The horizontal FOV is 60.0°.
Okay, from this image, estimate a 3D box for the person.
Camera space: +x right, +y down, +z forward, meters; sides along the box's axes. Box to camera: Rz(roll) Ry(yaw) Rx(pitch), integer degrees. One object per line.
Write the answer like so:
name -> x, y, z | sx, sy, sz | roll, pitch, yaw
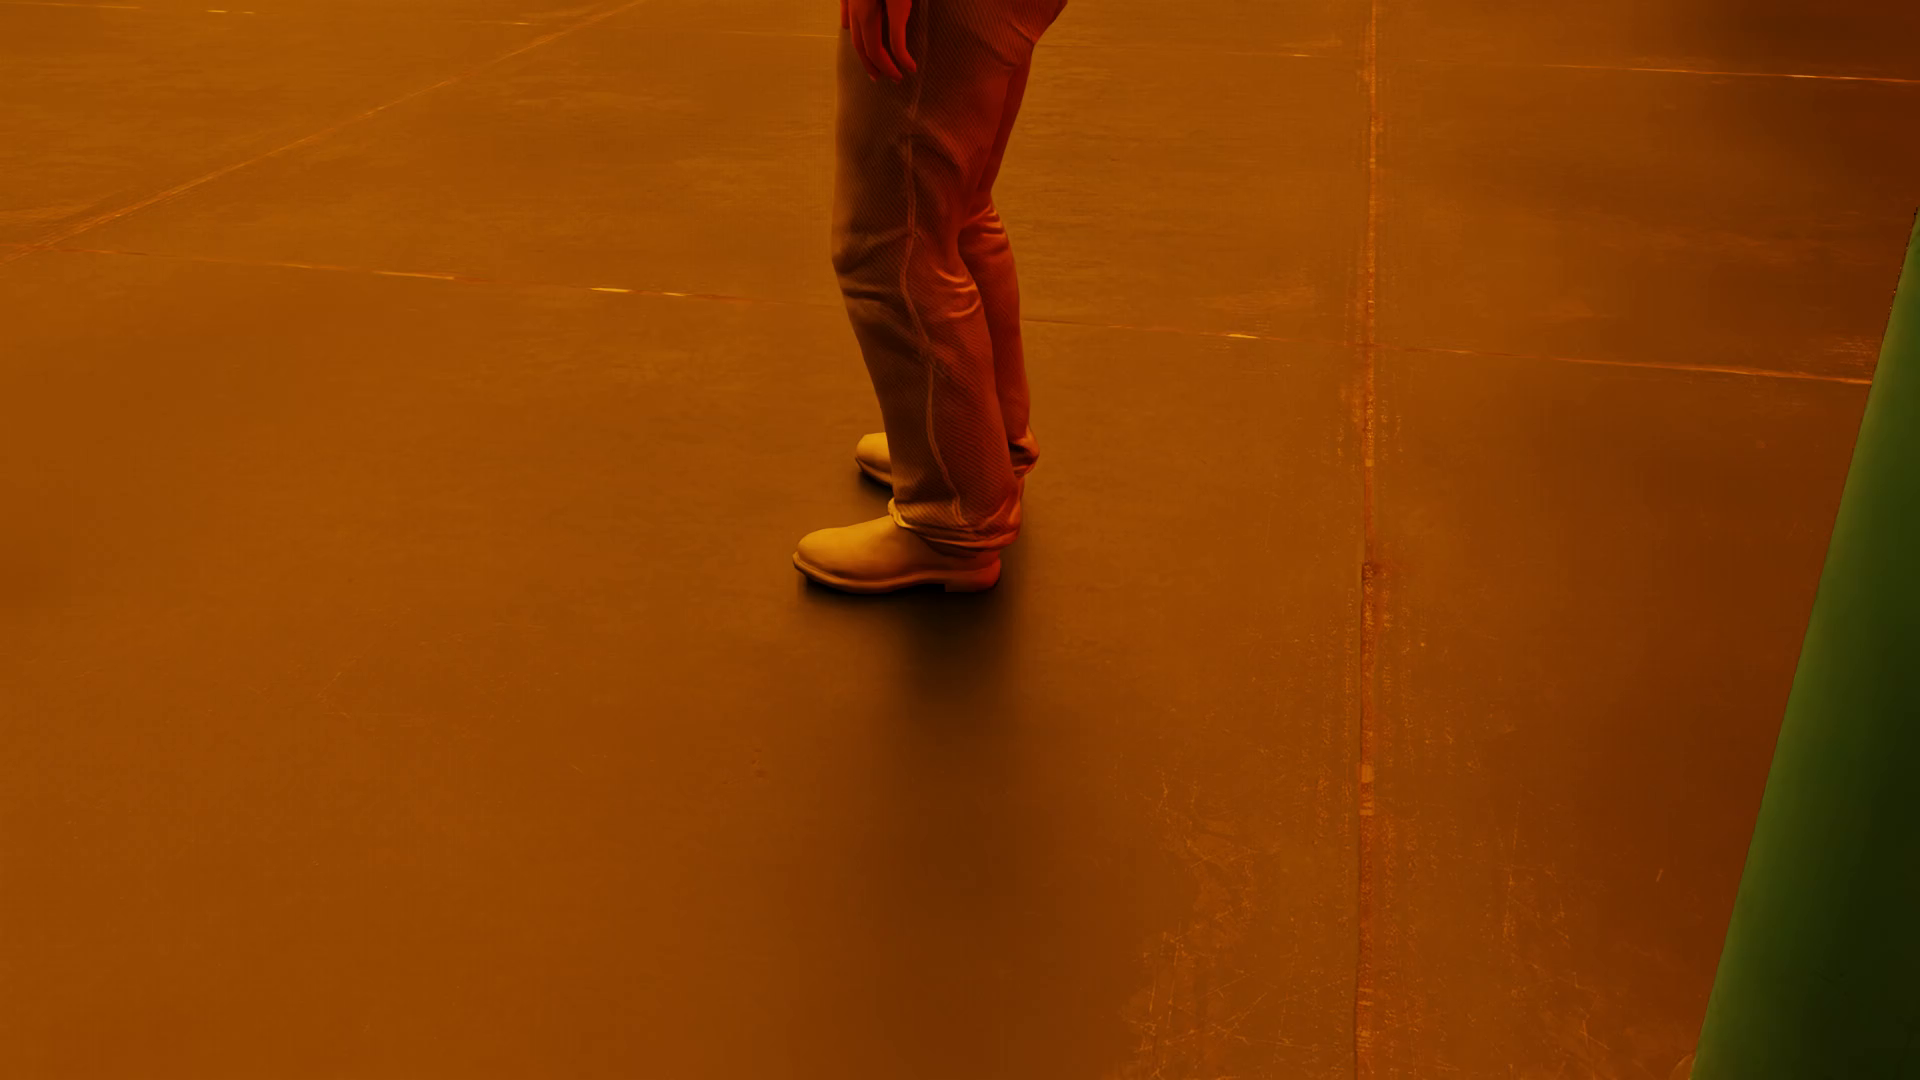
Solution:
person -> -0.026, -0.788, 2.098 | 0.463, 1.770, 0.580 | 5, 27, 9
